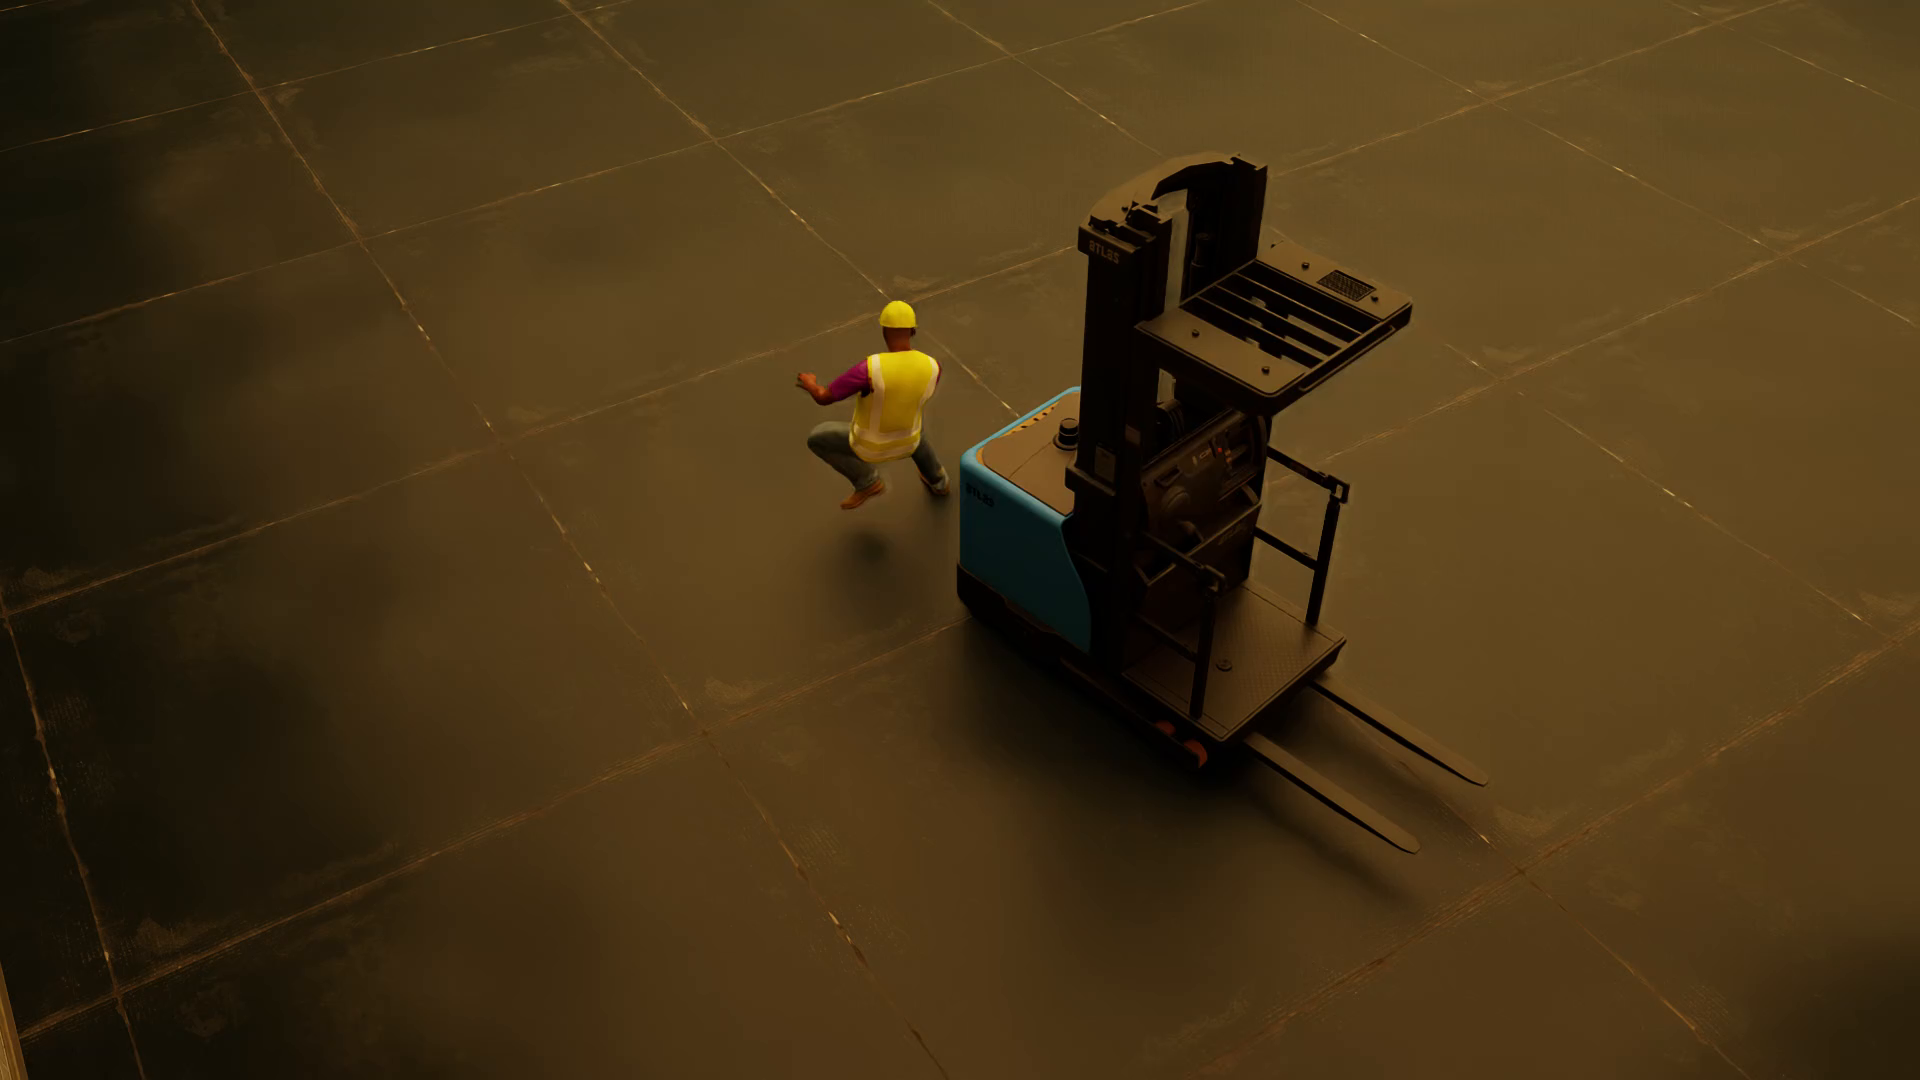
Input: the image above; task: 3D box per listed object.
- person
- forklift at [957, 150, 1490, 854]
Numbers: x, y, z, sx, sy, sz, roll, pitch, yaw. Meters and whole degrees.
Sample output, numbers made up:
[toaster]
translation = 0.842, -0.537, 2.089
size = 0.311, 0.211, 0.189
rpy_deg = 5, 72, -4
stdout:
[person]
translation = -0.486, -0.795, 9.844
size = 0.901, 1.540, 0.816
rpy_deg = -17, 44, -19
[forklift]
translation = 1.372, -0.284, 8.196
size = 1.130, 2.935, 3.031
rpy_deg = -33, 51, -32
